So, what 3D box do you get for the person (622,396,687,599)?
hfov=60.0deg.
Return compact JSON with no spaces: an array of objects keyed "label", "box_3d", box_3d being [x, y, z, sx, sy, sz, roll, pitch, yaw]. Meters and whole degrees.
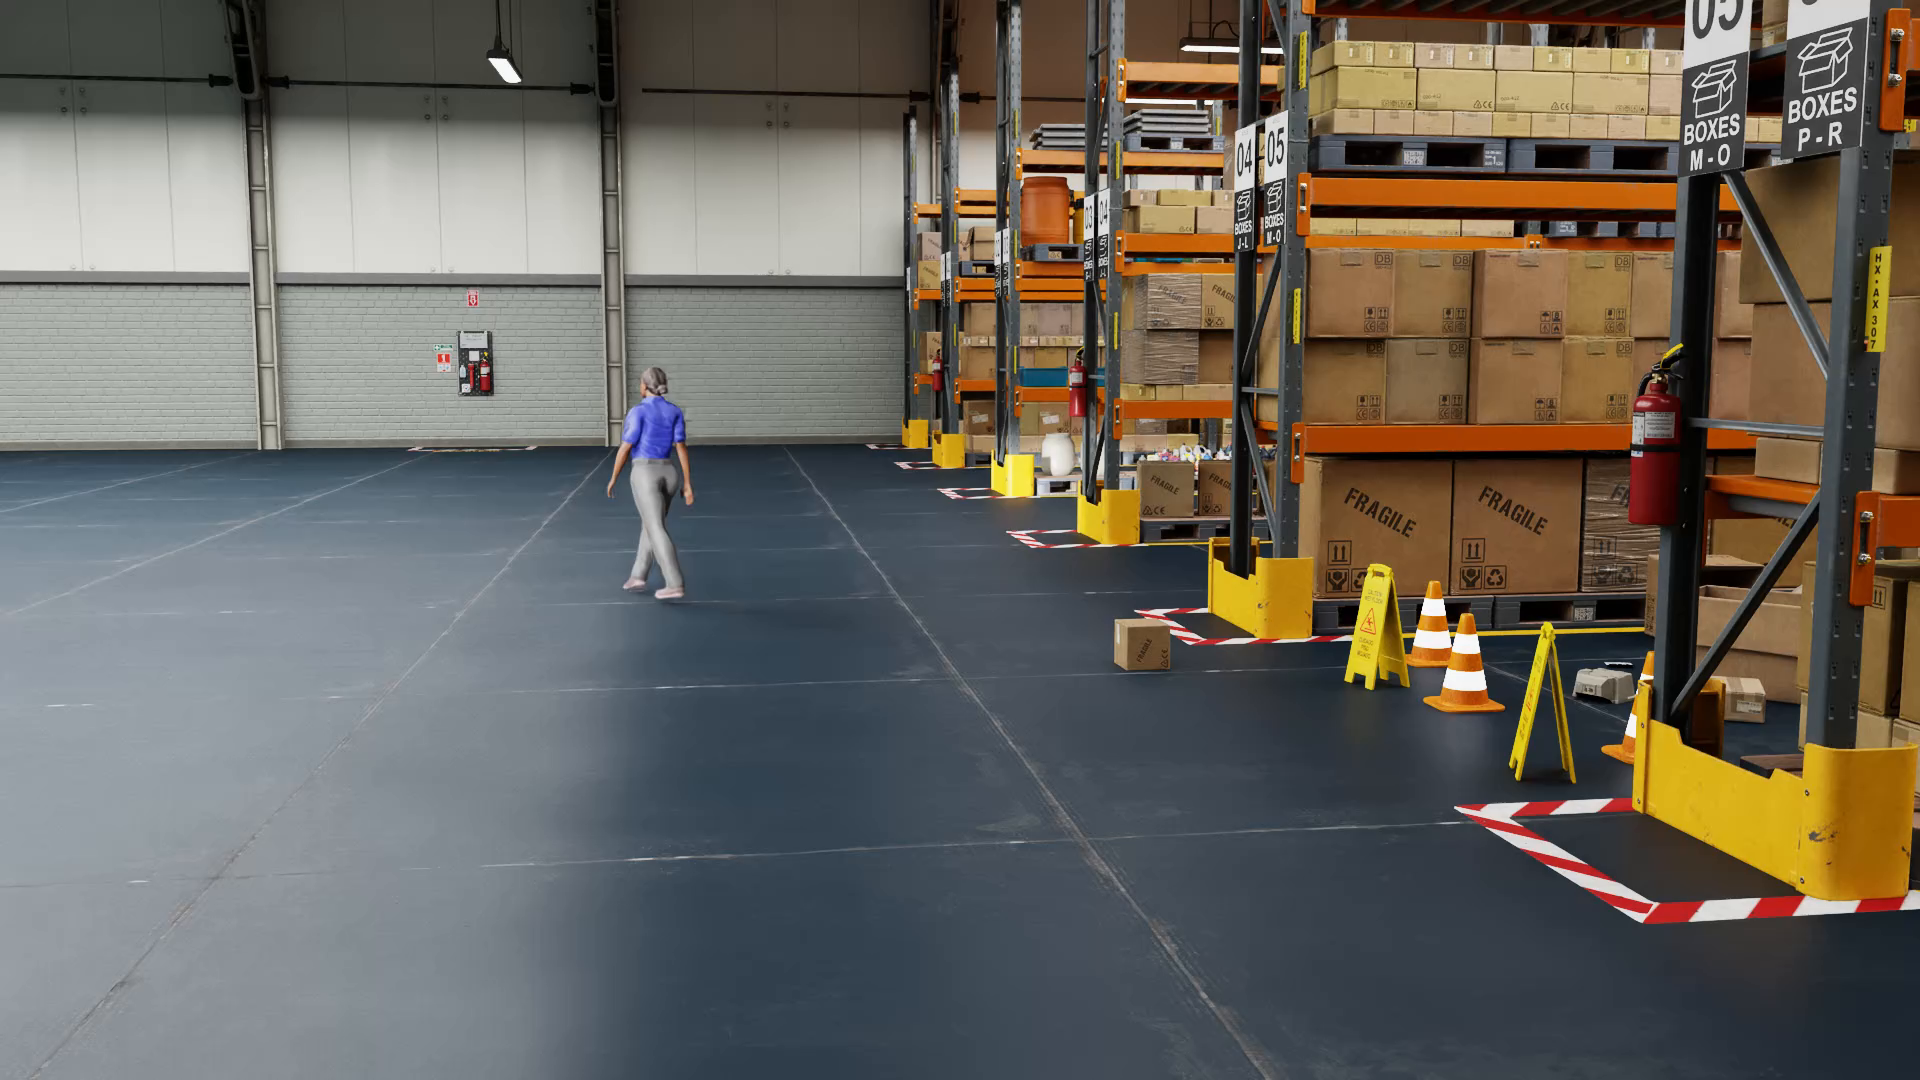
[{"label":"person","box_3d":[-2.233,-0.309,11.794,0.885,1.422,0.448,6,9,41]}]
